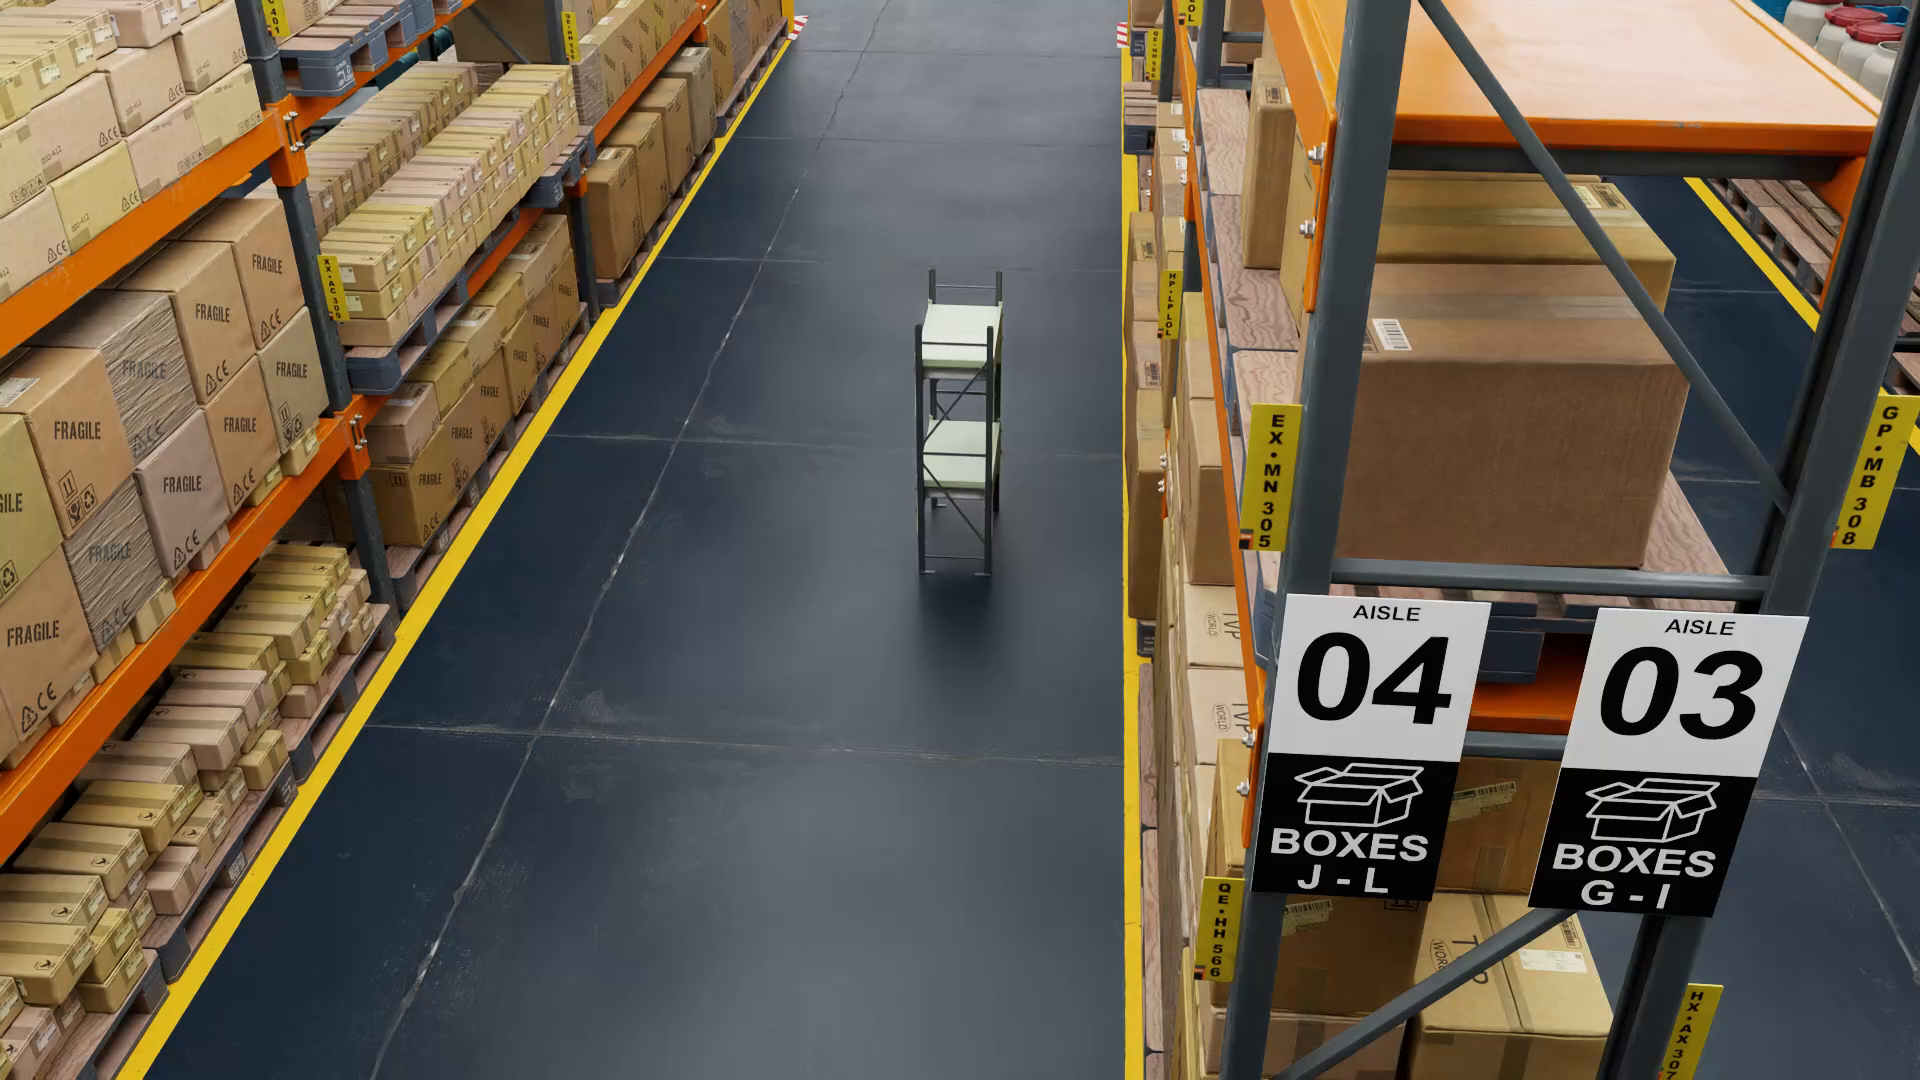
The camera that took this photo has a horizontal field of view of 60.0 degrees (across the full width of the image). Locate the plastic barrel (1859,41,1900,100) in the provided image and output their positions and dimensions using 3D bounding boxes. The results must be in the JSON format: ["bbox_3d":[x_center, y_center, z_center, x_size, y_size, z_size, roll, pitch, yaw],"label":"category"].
[{"bbox_3d":[6.638,-3.254,11.845,0.421,0.512,0.421,0,32,0],"label":"plastic barrel"}]

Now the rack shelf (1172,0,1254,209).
[{"bbox_3d":[1.633,-2.576,8.677,1.077,0.370,4.000,2,32,4],"label":"rack shelf"}]

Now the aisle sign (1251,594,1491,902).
[{"bbox_3d":[0.840,0.451,3.462,0.394,0.787,0.004,2,32,4],"label":"aisle sign"}]

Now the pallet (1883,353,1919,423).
[{"bbox_3d":[6.710,-0.838,10.689,1.003,0.211,1.213,2,32,4],"label":"pallet"}]

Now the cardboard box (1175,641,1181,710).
[{"bbox_3d":[0.989,0.503,6.094,0.380,0.149,0.250,2,32,3],"label":"cardboard box"}]

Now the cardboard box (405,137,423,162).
[{"bbox_3d":[-3.459,-2.326,10.001,0.380,0.149,0.250,3,32,4],"label":"cardboard box"}]

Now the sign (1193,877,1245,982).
[{"bbox_3d":[0.605,0.908,3.868,0.100,0.325,0.005,2,32,4],"label":"sign"}]

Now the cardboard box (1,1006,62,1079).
[{"bbox_3d":[-3.414,1.772,5.829,0.380,0.149,0.250,2,32,4],"label":"cardboard box"}]

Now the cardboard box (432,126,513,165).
[{"bbox_3d":[-2.830,-2.289,9.657,0.380,0.149,0.250,4,32,6],"label":"cardboard box"}]

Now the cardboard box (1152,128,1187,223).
[{"bbox_3d":[1.445,-2.181,10.115,0.500,0.500,0.500,2,32,3],"label":"cardboard box"}]

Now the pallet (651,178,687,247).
[{"bbox_3d":[-2.898,-2.774,13.830,1.003,0.211,1.213,2,32,4],"label":"pallet"}]

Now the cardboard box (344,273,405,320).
[{"bbox_3d":[-2.975,-1.209,8.188,0.380,0.149,0.250,3,32,5],"label":"cardboard box"}]

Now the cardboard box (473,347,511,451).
[{"bbox_3d":[-3.070,-0.865,10.057,0.500,0.500,0.500,3,32,5],"label":"cardboard box"}]

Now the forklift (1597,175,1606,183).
[{"bbox_3d":[3.615,-2.534,10.848,1.130,2.935,3.031,26,40,36],"label":"forklift"}]

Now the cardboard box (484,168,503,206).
[{"bbox_3d":[-2.849,-2.027,9.515,0.380,0.149,0.250,2,32,3],"label":"cardboard box"}]

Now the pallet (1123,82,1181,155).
[{"bbox_3d":[1.748,-2.946,11.635,1.213,0.211,1.003,2,32,4],"label":"pallet"}]

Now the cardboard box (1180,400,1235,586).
[{"bbox_3d":[1.091,-0.172,6.095,0.500,0.500,0.500,1,32,2],"label":"cardboard box"}]

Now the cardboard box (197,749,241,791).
[{"bbox_3d":[-3.349,0.946,7.170,0.380,0.149,0.250,1,32,2],"label":"cardboard box"}]

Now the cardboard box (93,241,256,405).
[{"bbox_3d":[-3.271,-0.891,6.785,0.500,0.500,0.500,1,32,2],"label":"cardboard box"}]

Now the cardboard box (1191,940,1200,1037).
[{"bbox_3d":[0.865,1.303,4.796,0.380,0.149,0.250,3,32,4],"label":"cardboard box"}]

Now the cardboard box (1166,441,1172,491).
[{"bbox_3d":[1.115,-0.312,7.416,0.380,0.149,0.250,3,32,4],"label":"cardboard box"}]

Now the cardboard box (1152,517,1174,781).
[{"bbox_3d":[1.337,0.508,7.471,0.875,0.875,0.875,2,32,4],"label":"cardboard box"}]

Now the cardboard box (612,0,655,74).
[{"bbox_3d":[-2.711,-3.971,13.020,0.500,0.500,0.500,2,32,3],"label":"cardboard box"}]

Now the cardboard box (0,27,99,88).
[{"bbox_3d":[-3.295,-1.699,5.855,0.380,0.149,0.250,1,32,2],"label":"cardboard box"}]

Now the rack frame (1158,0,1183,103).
[{"bbox_3d":[1.796,-2.651,10.972,1.000,3.000,0.127,2,32,4],"label":"rack frame"}]

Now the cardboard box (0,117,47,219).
[{"bbox_3d":[-3.362,-1.178,5.390,0.500,0.250,0.500,1,32,2],"label":"cardboard box"}]

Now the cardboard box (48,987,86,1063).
[{"bbox_3d":[-3.476,1.772,6.113,0.380,0.149,0.250,3,32,5],"label":"cardboard box"}]

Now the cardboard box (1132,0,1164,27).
[{"bbox_3d":[1.917,-4.767,13.434,1.000,1.000,1.000,3,32,4],"label":"cardboard box"}]

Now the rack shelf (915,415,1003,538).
[{"bbox_3d":[0.001,-0.364,9.314,0.431,0.370,0.720,2,32,4],"label":"rack shelf"}]

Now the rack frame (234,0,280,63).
[{"bbox_3d":[-3.465,-3.378,6.434,1.000,3.000,0.127,2,32,4],"label":"rack frame"}]

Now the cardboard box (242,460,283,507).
[{"bbox_3d":[-3.249,-0.281,7.367,0.380,0.149,0.250,4,32,6],"label":"cardboard box"}]

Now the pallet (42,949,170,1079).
[{"bbox_3d":[-3.683,1.992,6.097,1.003,0.211,1.213,2,32,4],"label":"pallet"}]

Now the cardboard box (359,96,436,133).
[{"bbox_3d":[-3.436,-2.600,10.162,0.380,0.149,0.250,1,32,2],"label":"cardboard box"}]

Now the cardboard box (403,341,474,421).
[{"bbox_3d":[-3.101,-0.911,9.418,0.500,0.250,0.500,3,32,5],"label":"cardboard box"}]

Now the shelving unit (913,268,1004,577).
[{"bbox_3d":[0.001,-0.642,9.142,0.431,1.500,0.755,2,32,4],"label":"shelving unit"}]

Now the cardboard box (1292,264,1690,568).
[{"bbox_3d":[1.133,-0.283,3.680,0.700,0.500,0.500,1,32,1],"label":"cardboard box"}]

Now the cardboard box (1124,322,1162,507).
[{"bbox_3d":[1.574,-0.636,9.328,1.225,0.875,0.875,1,32,2],"label":"cardboard box"}]

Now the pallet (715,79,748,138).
[{"bbox_3d":[-2.674,-4.214,16.167,1.003,0.211,1.213,2,32,4],"label":"pallet"}]

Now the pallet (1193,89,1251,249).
[{"bbox_3d":[1.393,-1.371,6.121,1.003,0.211,1.213,2,32,4],"label":"pallet"}]

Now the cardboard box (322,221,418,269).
[{"bbox_3d":[-2.958,-1.481,8.347,0.380,0.149,0.250,3,32,5],"label":"cardboard box"}]

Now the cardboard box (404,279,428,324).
[{"bbox_3d":[-2.958,-1.227,8.502,0.380,0.149,0.250,3,32,5],"label":"cardboard box"}]

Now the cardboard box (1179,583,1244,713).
[{"bbox_3d":[1.041,0.401,5.880,0.500,0.250,0.500,3,32,4],"label":"cardboard box"}]

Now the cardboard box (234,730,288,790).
[{"bbox_3d":[-3.242,0.972,7.411,0.380,0.149,0.250,2,32,4],"label":"cardboard box"}]

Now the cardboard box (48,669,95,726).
[{"bbox_3d":[-3.404,0.536,6.041,0.380,0.149,0.250,2,32,3],"label":"cardboard box"}]

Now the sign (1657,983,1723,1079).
[{"bbox_3d":[1.697,1.157,3.893,0.100,0.325,0.005,2,32,4],"label":"sign"}]

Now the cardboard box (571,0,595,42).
[{"bbox_3d":[-3.053,-3.883,11.923,0.700,0.500,0.500,2,32,3],"label":"cardboard box"}]

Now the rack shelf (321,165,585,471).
[{"bbox_3d":[-3.302,-1.563,9.894,1.077,0.370,4.000,2,32,4],"label":"rack shelf"}]

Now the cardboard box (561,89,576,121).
[{"bbox_3d":[-2.726,-2.836,10.829,0.380,0.149,0.250,3,32,5],"label":"cardboard box"}]

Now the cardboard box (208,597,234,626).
[{"bbox_3d":[-3.745,0.396,8.061,0.380,0.149,0.250,3,32,4],"label":"cardboard box"}]

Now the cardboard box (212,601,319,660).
[{"bbox_3d":[-3.229,0.421,7.739,0.380,0.149,0.250,2,32,4],"label":"cardboard box"}]

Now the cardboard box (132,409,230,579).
[{"bbox_3d":[-3.308,-0.197,6.611,0.500,0.500,0.500,2,32,4],"label":"cardboard box"}]

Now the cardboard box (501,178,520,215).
[{"bbox_3d":[-2.831,-2.039,9.819,0.380,0.149,0.250,3,32,5],"label":"cardboard box"}]

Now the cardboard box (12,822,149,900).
[{"bbox_3d":[-3.389,1.237,6.415,0.380,0.149,0.250,4,32,6],"label":"cardboard box"}]

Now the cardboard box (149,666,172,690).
[{"bbox_3d":[-3.751,0.542,7.541,0.380,0.149,0.250,2,32,3],"label":"cardboard box"}]

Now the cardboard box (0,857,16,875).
[{"bbox_3d":[-3.962,1.345,6.523,0.380,0.149,0.250,3,32,5],"label":"cardboard box"}]

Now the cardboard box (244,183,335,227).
[{"bbox_3d":[-3.562,-1.780,8.832,0.380,0.149,0.250,2,32,4],"label":"cardboard box"}]

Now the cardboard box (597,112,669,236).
[{"bbox_3d":[-2.932,-2.908,13.135,1.050,0.750,0.750,3,32,5],"label":"cardboard box"}]

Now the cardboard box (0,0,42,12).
[{"bbox_3d":[-3.749,-2.003,6.349,0.380,0.149,0.250,2,32,3],"label":"cardboard box"}]
